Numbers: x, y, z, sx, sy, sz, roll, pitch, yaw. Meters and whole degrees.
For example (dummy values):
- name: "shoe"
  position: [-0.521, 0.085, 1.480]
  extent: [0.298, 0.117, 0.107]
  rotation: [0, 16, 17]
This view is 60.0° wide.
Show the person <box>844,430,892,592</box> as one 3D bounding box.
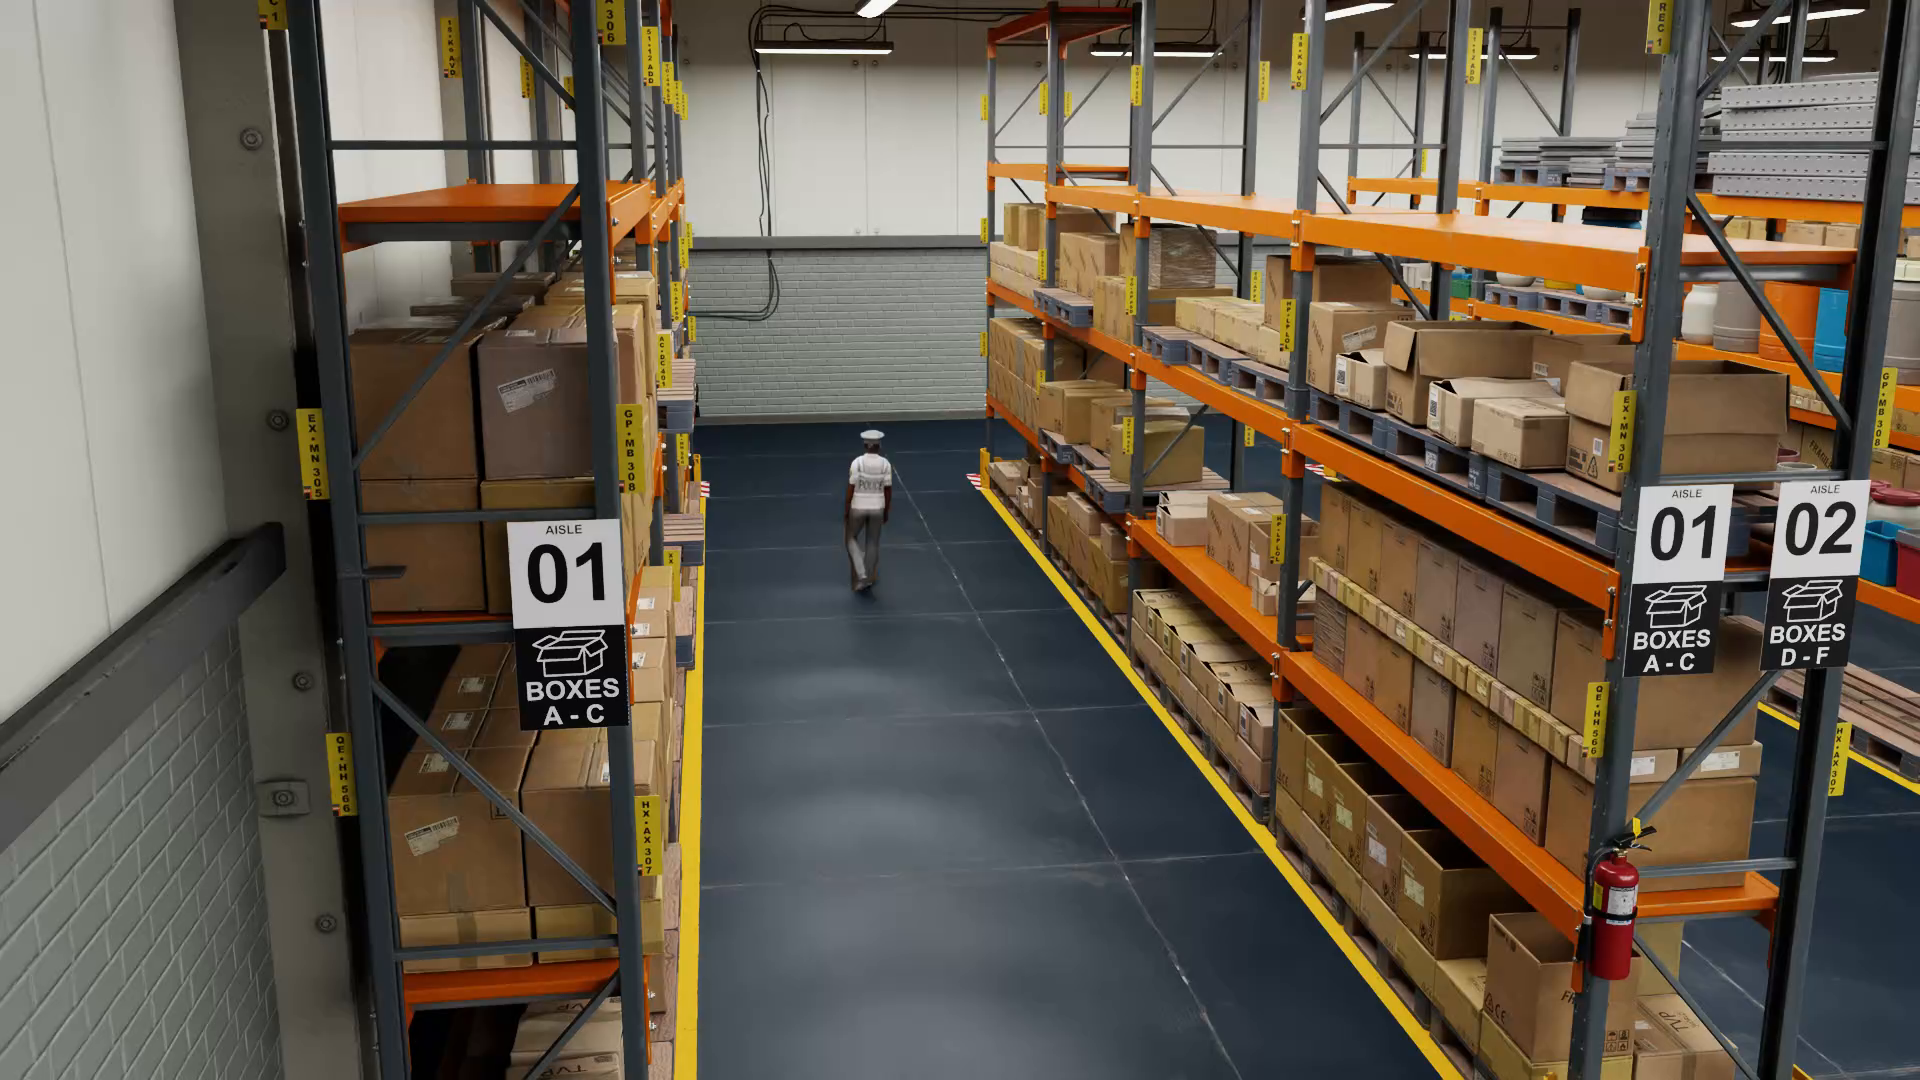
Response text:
- name: "person"
  position: [-0.982, -0.296, 17.282]
  extent: [0.508, 1.703, 0.528]
  rotation: [-4, 14, -16]
